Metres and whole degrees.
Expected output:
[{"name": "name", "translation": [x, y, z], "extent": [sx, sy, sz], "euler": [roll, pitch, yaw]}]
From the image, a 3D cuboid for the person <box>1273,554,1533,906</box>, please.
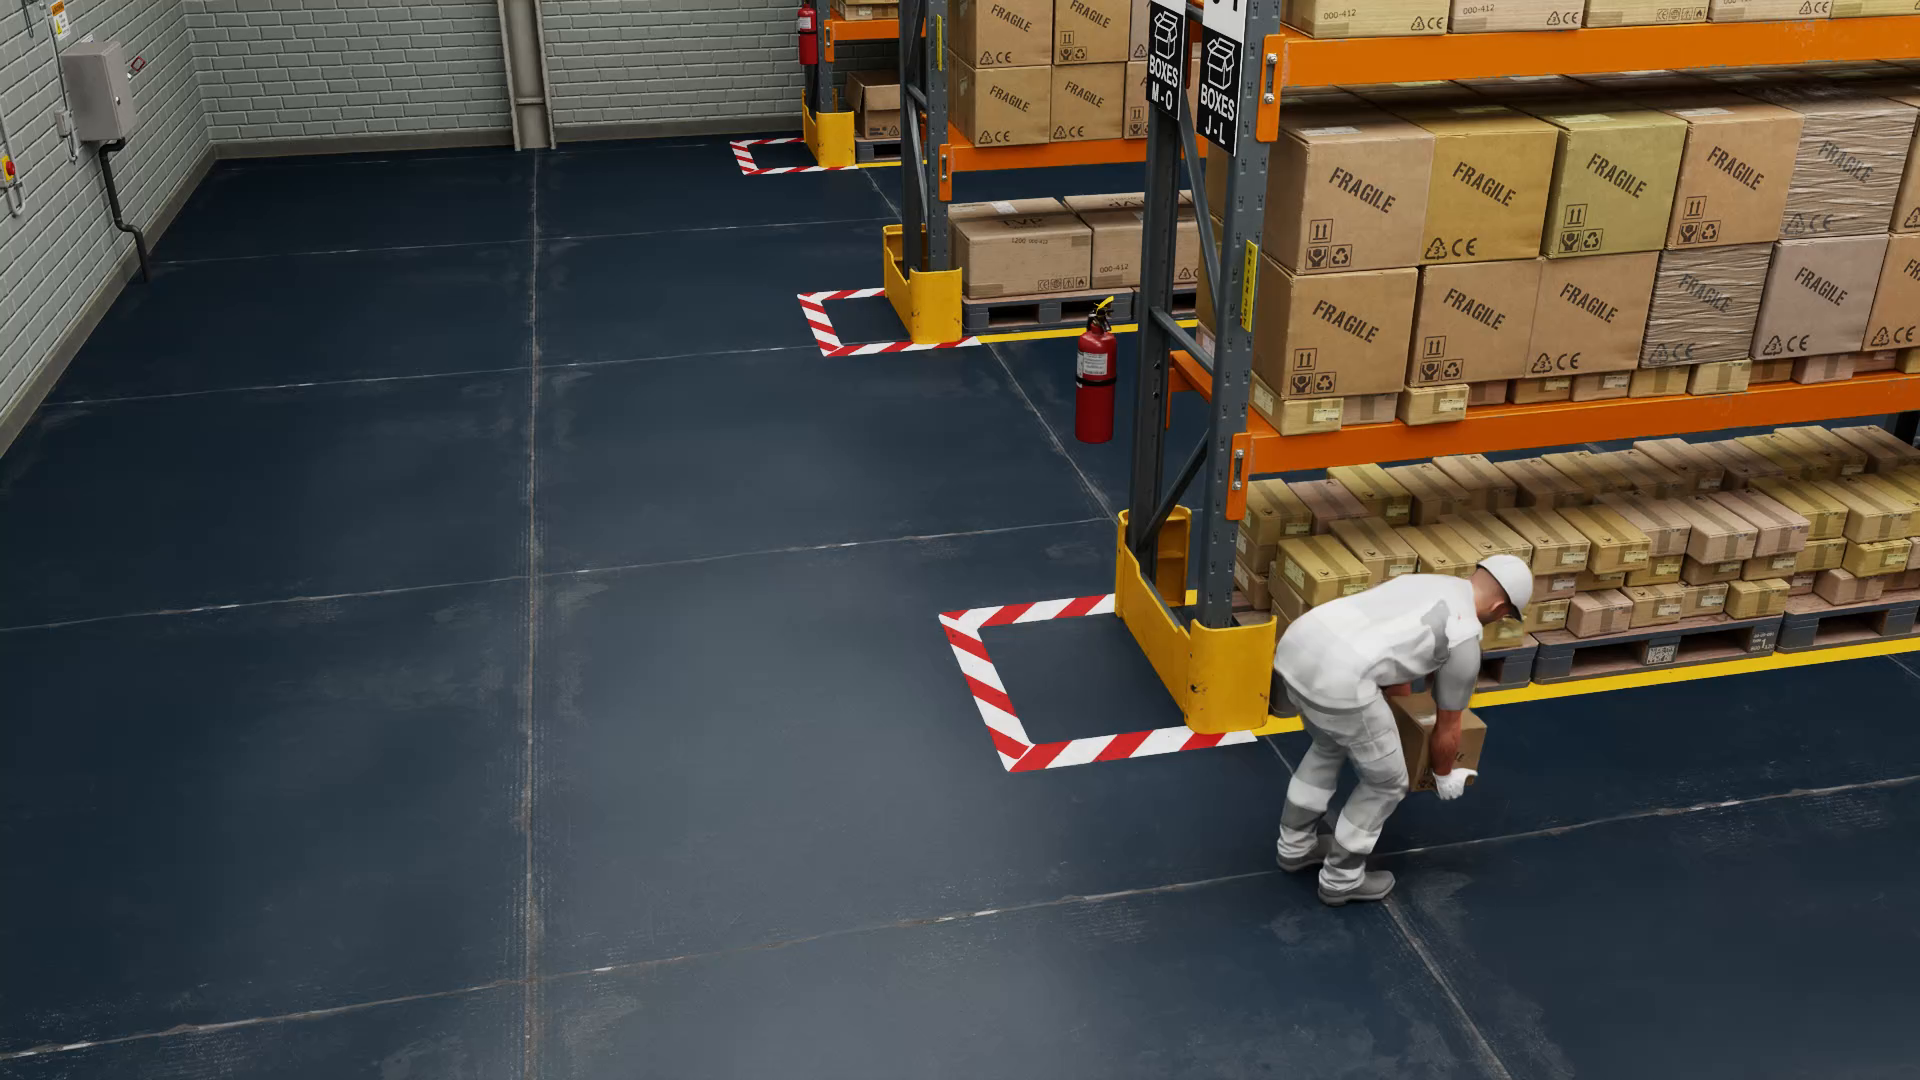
[{"name": "person", "translation": [1.551, 0.659, 5.901], "extent": [0.949, 1.218, 0.488], "euler": [-10, 28, -19]}]
